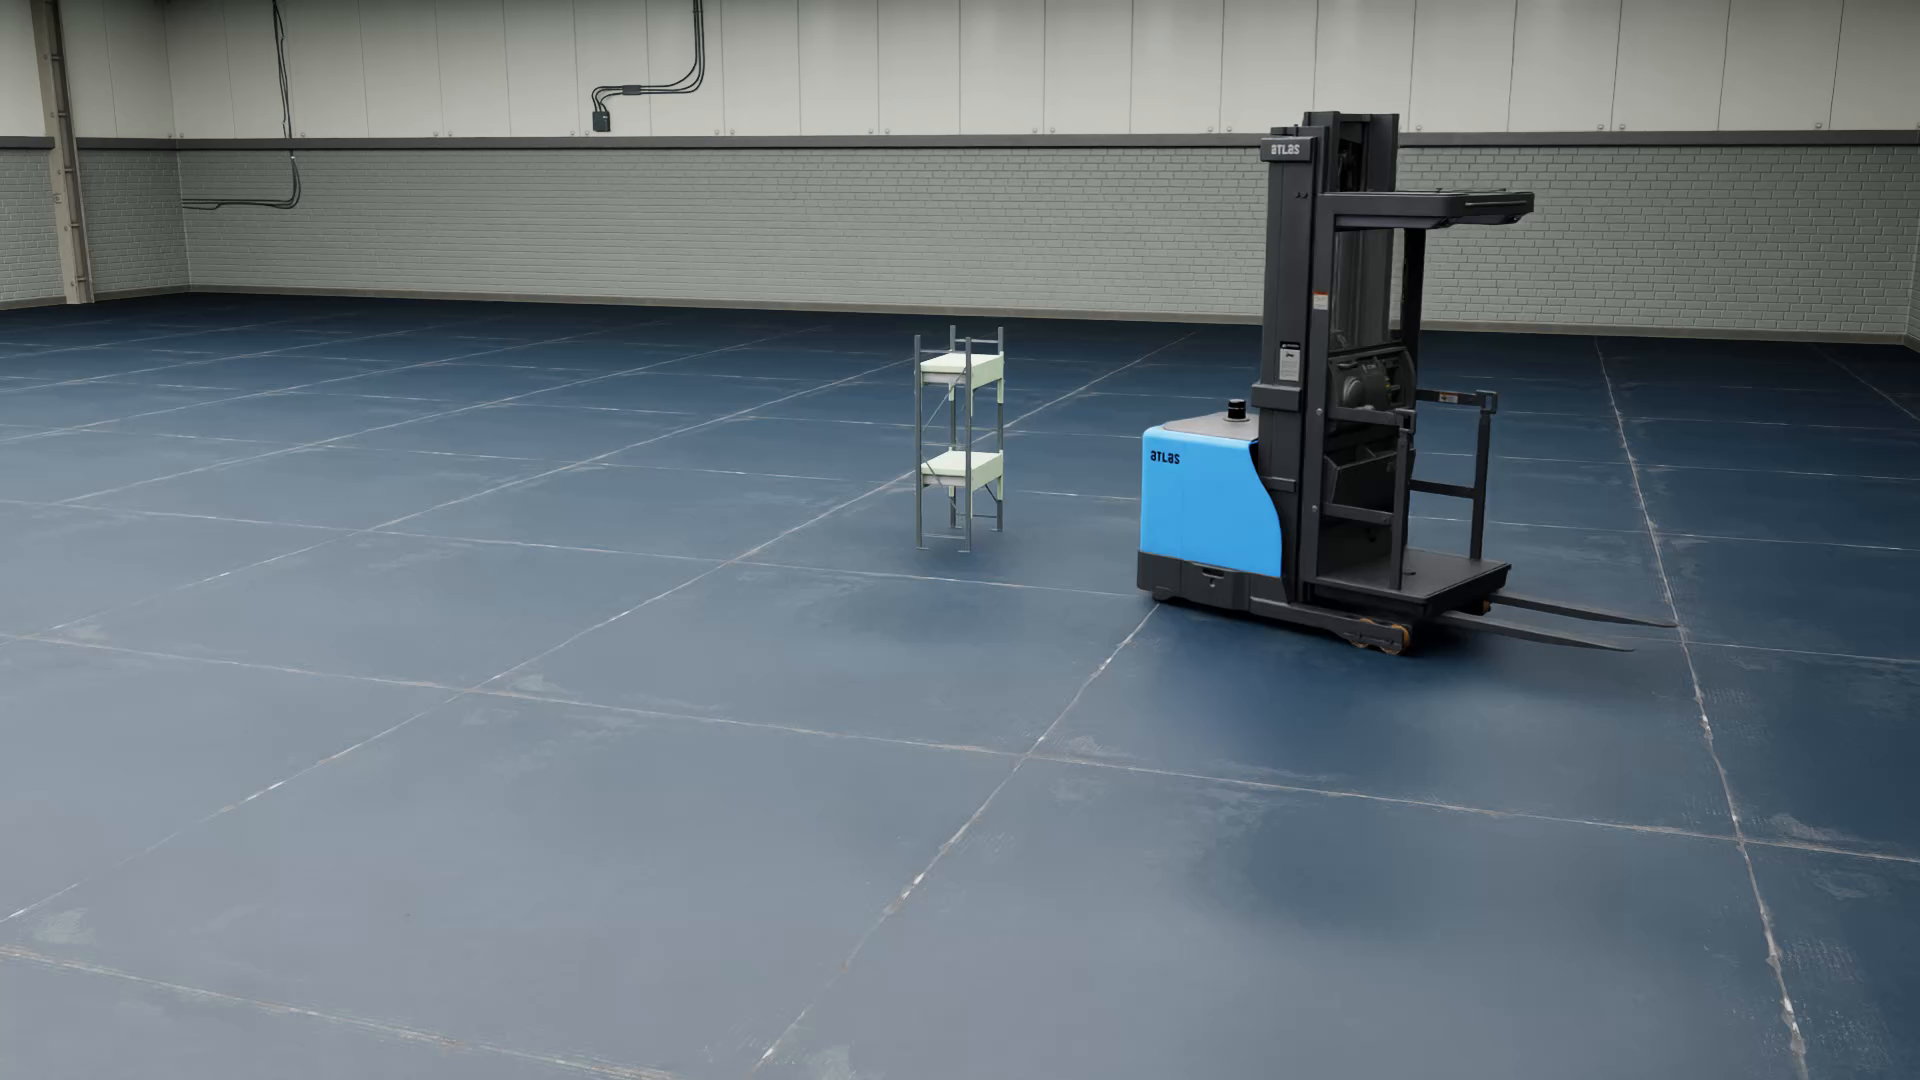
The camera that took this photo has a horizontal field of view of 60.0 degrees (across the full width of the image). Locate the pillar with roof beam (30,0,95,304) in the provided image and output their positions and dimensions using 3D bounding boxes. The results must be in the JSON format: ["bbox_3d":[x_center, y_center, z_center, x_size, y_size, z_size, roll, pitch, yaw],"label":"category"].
[{"bbox_3d":[-12.808,-8.624,29.549,9.100,9.000,0.400,4,14,18],"label":"pillar with roof beam"}]

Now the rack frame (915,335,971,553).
[{"bbox_3d":[-0.116,-0.656,11.490,0.400,1.500,0.023,4,14,18],"label":"rack frame"}]

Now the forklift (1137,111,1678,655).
[{"bbox_3d":[2.534,-0.926,9.456,3.031,2.935,1.130,11,17,41],"label":"forklift"}]

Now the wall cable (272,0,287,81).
[{"bbox_3d":[-12.117,-10.213,32.138,3.097,2.526,0.112,4,14,18],"label":"wall cable"}]

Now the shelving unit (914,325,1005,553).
[{"bbox_3d":[0.002,-0.733,11.827,0.431,1.500,0.755,4,14,18],"label":"shelving unit"}]

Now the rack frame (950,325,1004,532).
[{"bbox_3d":[0.121,-0.810,12.165,0.400,1.500,0.023,4,14,18],"label":"rack frame"}]

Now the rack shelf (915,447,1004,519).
[{"bbox_3d":[0.002,-0.415,11.900,0.431,0.370,0.720,4,14,18],"label":"rack shelf"}]

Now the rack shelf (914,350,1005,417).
[{"bbox_3d":[0.002,-1.113,11.740,0.431,0.370,0.720,4,14,18],"label":"rack shelf"}]

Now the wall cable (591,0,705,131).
[{"bbox_3d":[-5.699,-10.430,29.820,2.305,6.003,0.169,4,14,18],"label":"wall cable"}]

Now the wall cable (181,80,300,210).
[{"bbox_3d":[-14.677,-7.945,33.553,3.097,2.526,0.112,4,14,18],"label":"wall cable"}]
